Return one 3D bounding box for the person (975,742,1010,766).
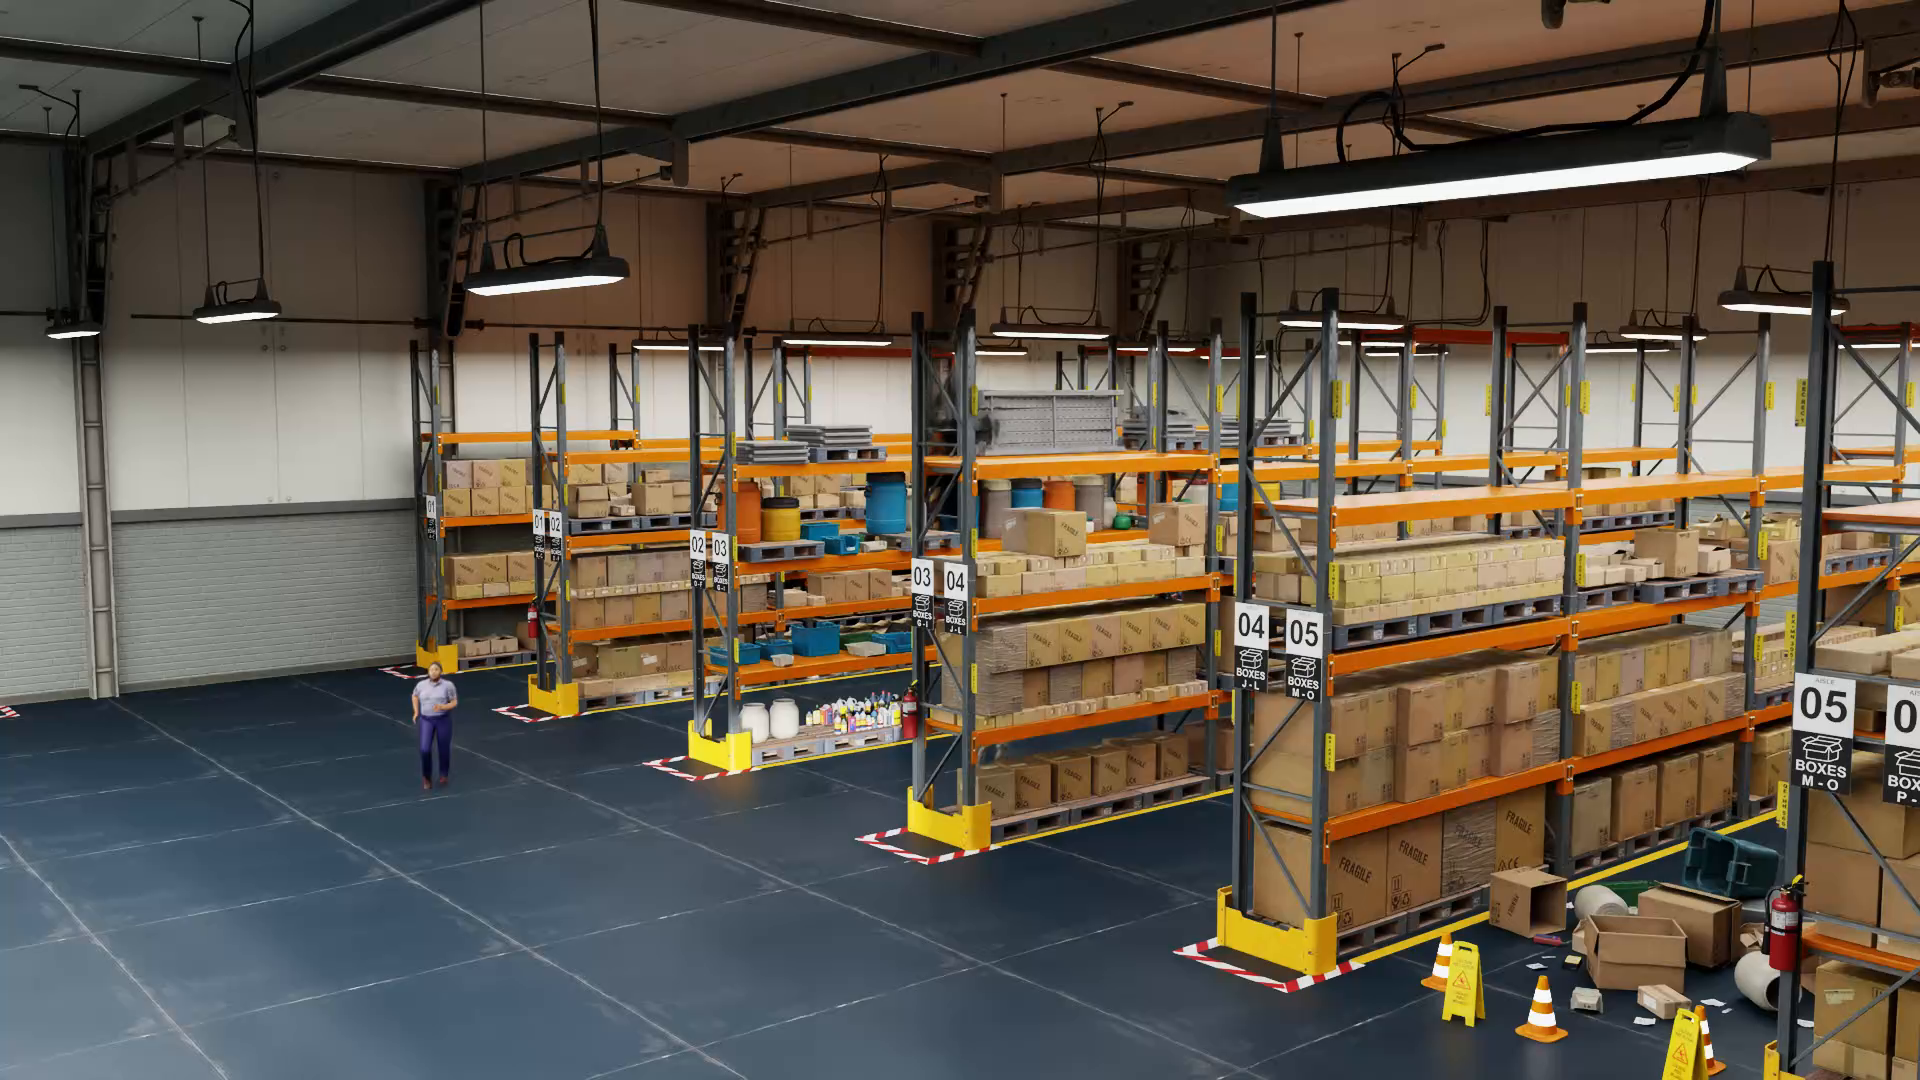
[{"bbox_3d":[0.343,2.002,21.346,0.695,1.811,0.893,5,7,44],"label":"person"}]

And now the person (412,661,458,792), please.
[{"bbox_3d":[-6.728,2.384,21.312,0.578,1.667,0.692,-1,5,-14],"label":"person"}]
